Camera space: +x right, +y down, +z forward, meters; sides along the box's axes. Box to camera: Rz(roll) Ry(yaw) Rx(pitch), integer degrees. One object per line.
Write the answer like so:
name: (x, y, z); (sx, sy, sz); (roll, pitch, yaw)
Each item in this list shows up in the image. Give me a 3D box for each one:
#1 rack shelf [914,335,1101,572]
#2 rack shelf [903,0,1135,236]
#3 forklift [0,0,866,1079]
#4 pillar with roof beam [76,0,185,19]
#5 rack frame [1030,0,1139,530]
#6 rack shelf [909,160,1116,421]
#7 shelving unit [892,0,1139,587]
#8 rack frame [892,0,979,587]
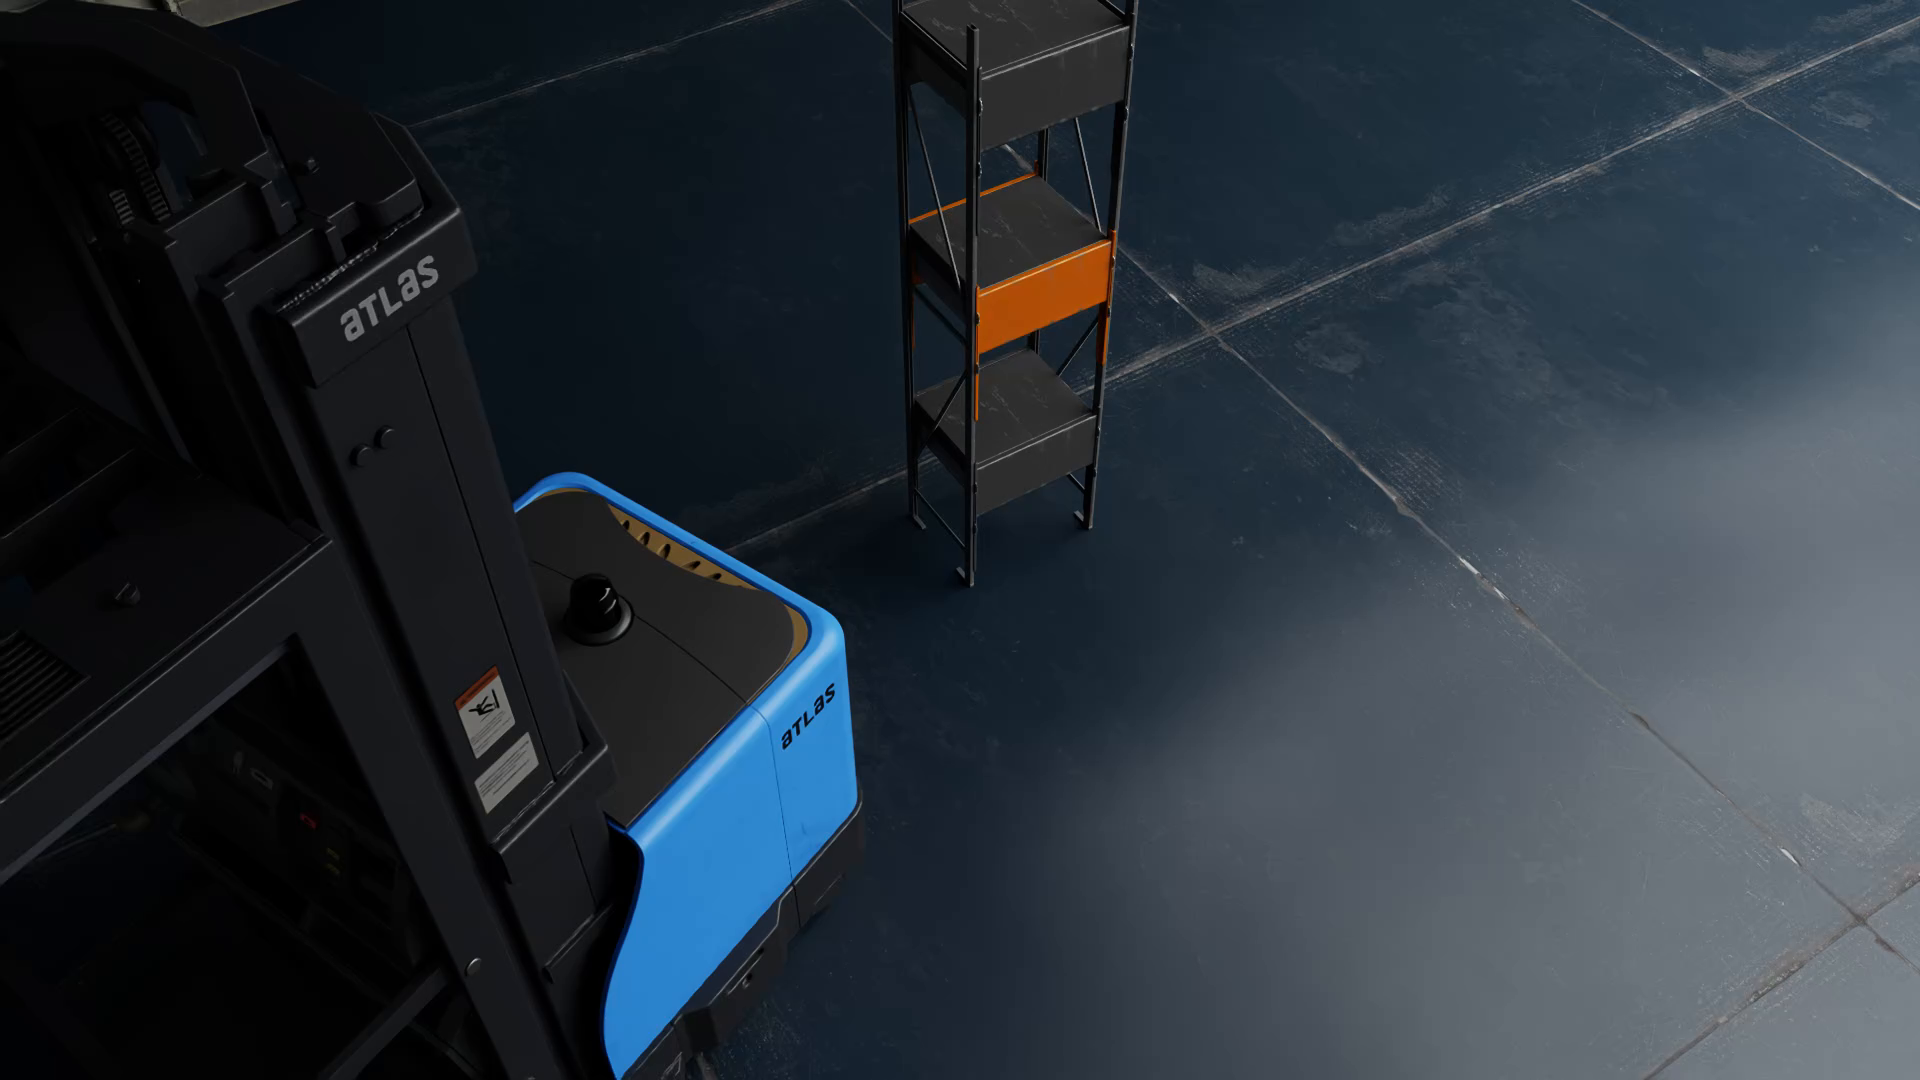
rack shelf: (0.140, -0.290, 5.558); (0.480, 0.518, 0.431); (-25, 53, -21)
rack shelf: (0.140, -1.221, 4.512); (0.480, 0.518, 0.431); (-25, 53, -21)
forklift: (-1.531, 0.638, 3.219); (1.130, 2.935, 3.031); (28, 54, 22)
pillar with roof beam: (-1.487, -2.525, 1.973); (0.400, 9.000, 9.100); (-25, 53, -21)
rack frame: (0.346, -0.861, 5.111); (0.015, 2.100, 0.400); (-25, 53, -21)
rack shelf: (0.140, -0.755, 5.035); (0.480, 0.518, 0.431); (-25, 53, -21)
shelving unit: (0.140, -0.764, 5.025); (0.503, 2.100, 0.431); (-25, 53, -21)
rack frame: (-0.066, -0.667, 4.938); (0.015, 2.100, 0.400); (-25, 53, -21)
